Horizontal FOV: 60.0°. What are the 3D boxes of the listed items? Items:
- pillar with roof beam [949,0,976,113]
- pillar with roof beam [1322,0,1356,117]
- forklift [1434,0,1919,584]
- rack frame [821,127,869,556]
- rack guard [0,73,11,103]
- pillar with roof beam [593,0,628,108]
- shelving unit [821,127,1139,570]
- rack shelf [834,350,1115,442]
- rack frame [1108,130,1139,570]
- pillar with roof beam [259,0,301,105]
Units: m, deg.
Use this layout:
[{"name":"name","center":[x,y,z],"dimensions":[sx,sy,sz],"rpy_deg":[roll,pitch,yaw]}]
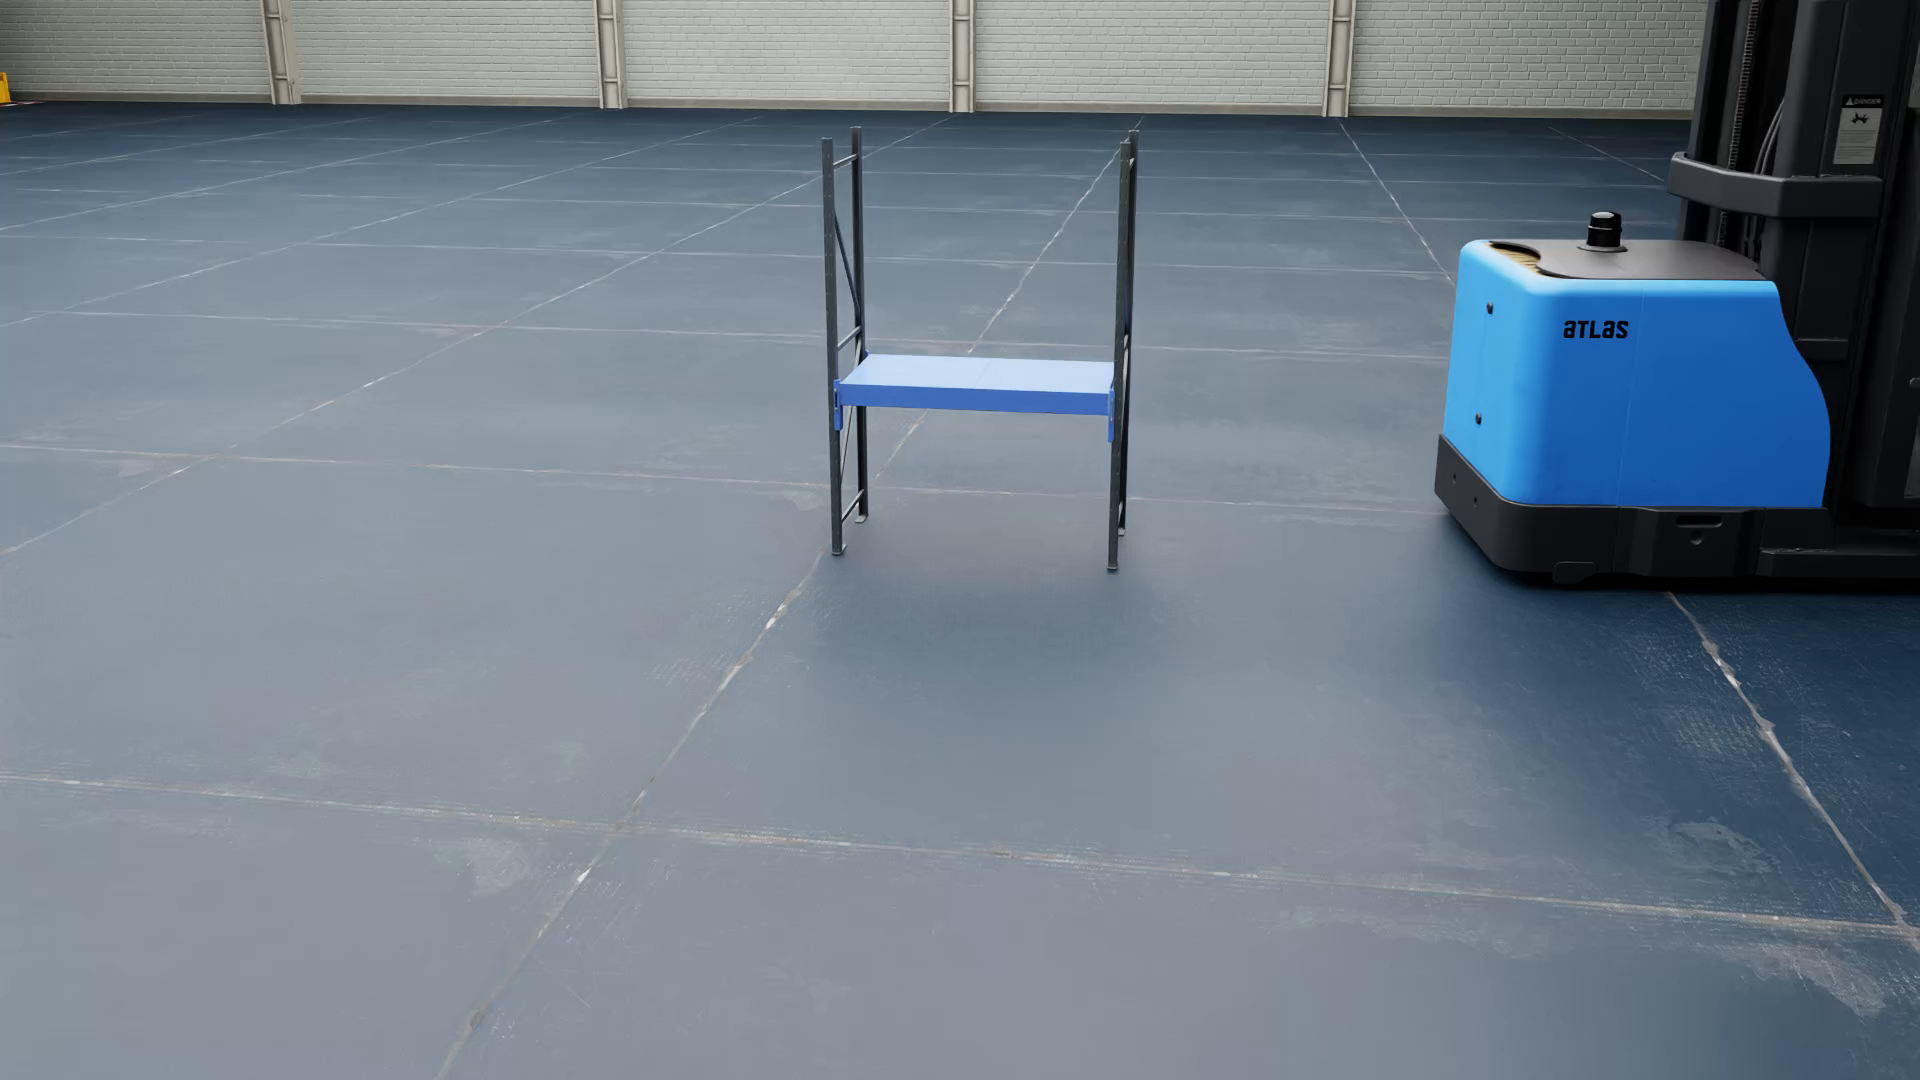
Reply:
[{"name":"pillar with roof beam","center":[-0.639,-9.972,21.924],"dimensions":[0.400,9.000,9.100],"rpy_deg":[3,19,9]},{"name":"pillar with roof beam","center":[5.285,-9.670,21.021],"dimensions":[0.400,9.000,9.100],"rpy_deg":[3,19,9]},{"name":"forklift","center":[3.396,-1.362,5.755],"dimensions":[3.031,2.935,1.130],"rpy_deg":[1,19,2]},{"name":"rack frame","center":[-0.418,-0.733,6.129],"dimensions":[0.032,1.500,0.500],"rpy_deg":[3,19,9]},{"name":"rack guard","center":[-17.160,-7.877,29.058],"dimensions":[0.348,0.500,1.175],"rpy_deg":[3,19,9]},{"name":"pillar with roof beam","center":[-6.563,-10.274,22.826],"dimensions":[0.400,9.000,9.100],"rpy_deg":[3,19,9]},{"name":"shelving unit","center":[0.084,-0.707,6.052],"dimensions":[1.048,1.500,0.538],"rpy_deg":[3,19,9]},{"name":"rack shelf","center":[0.084,-0.536,6.109],"dimensions":[1.000,0.185,0.538],"rpy_deg":[3,19,9]},{"name":"rack frame","center":[0.586,-0.681,5.976],"dimensions":[0.032,1.500,0.500],"rpy_deg":[3,19,9]},{"name":"pillar with roof beam","center":[-12.487,-10.576,23.729],"dimensions":[0.400,9.000,9.100],"rpy_deg":[3,19,9]}]
